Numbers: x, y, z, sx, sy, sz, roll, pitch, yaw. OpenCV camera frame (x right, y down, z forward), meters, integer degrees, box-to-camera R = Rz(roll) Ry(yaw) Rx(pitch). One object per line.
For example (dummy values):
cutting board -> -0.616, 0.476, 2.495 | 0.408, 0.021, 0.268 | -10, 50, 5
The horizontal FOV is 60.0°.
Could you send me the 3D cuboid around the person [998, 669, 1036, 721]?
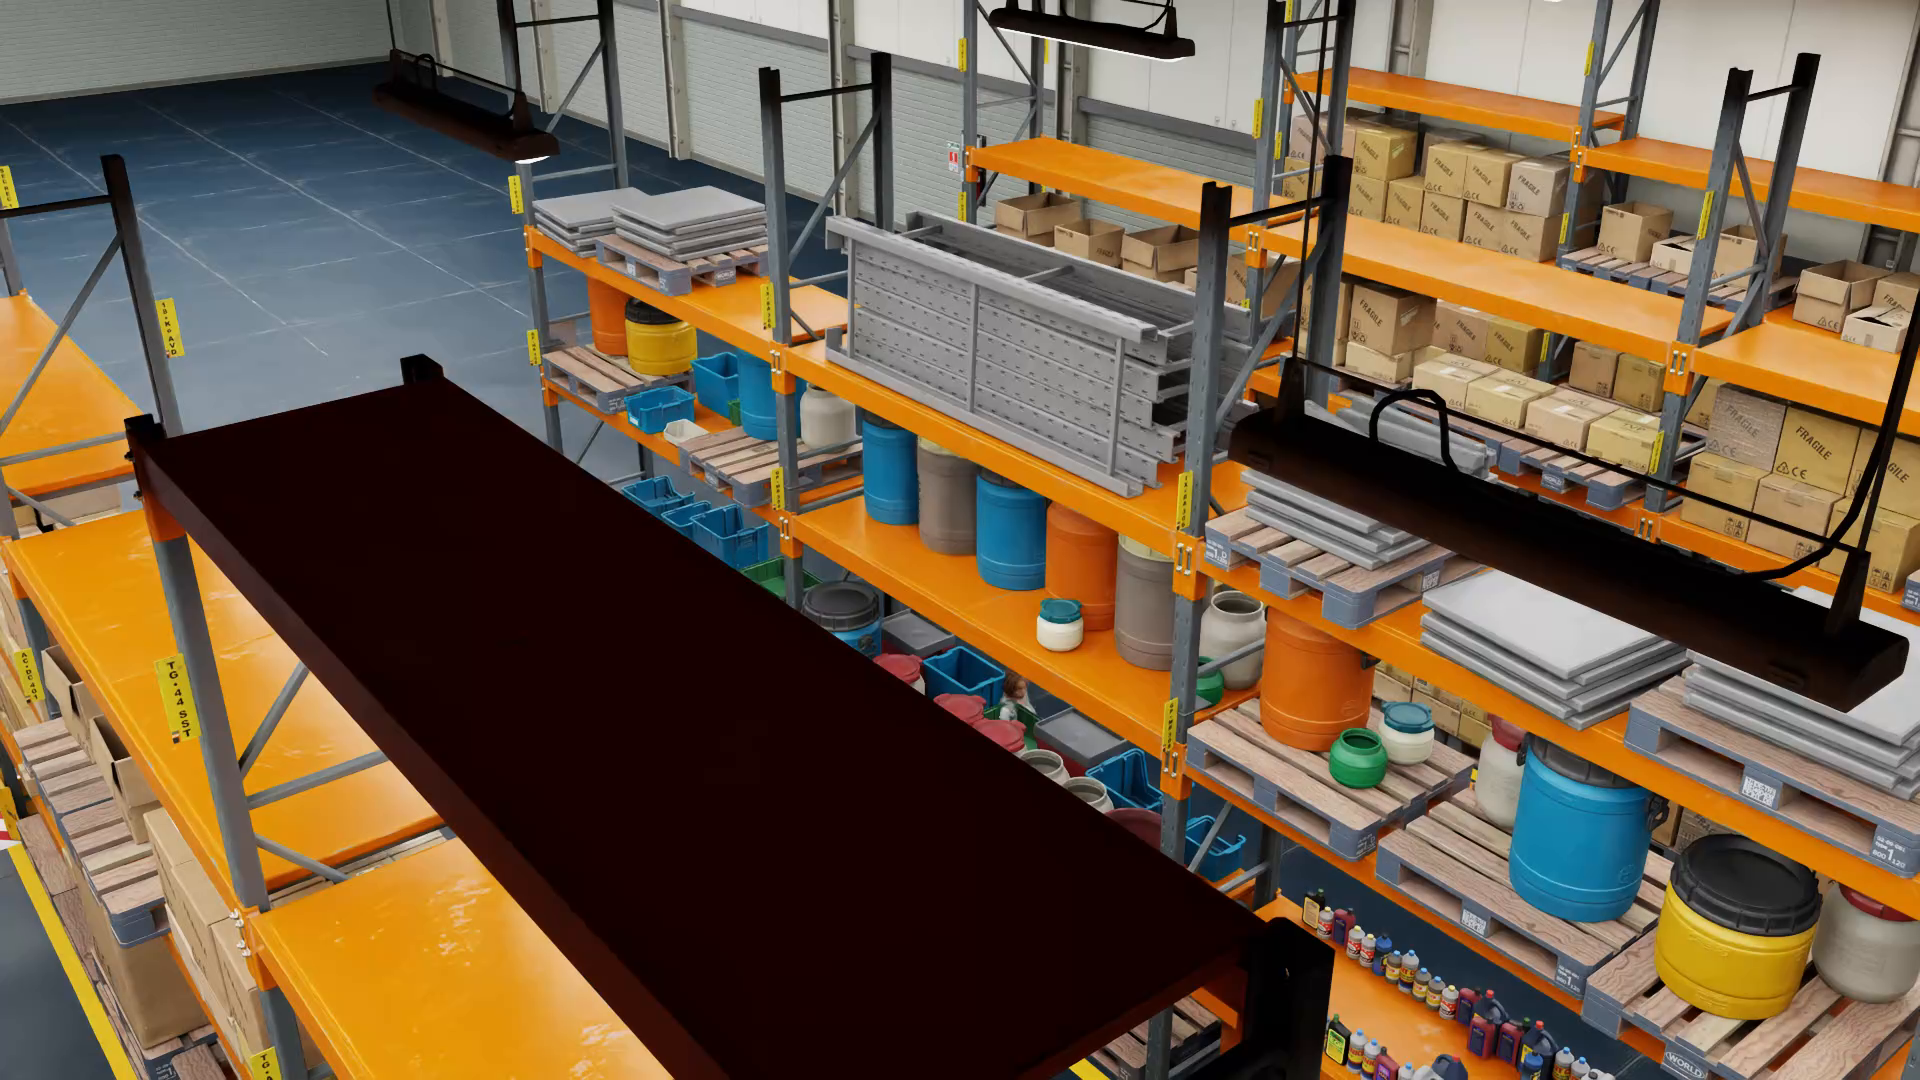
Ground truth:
person -> 0.422, 1.649, 12.761 | 0.385, 1.598, 0.488 | 14, 29, 27
